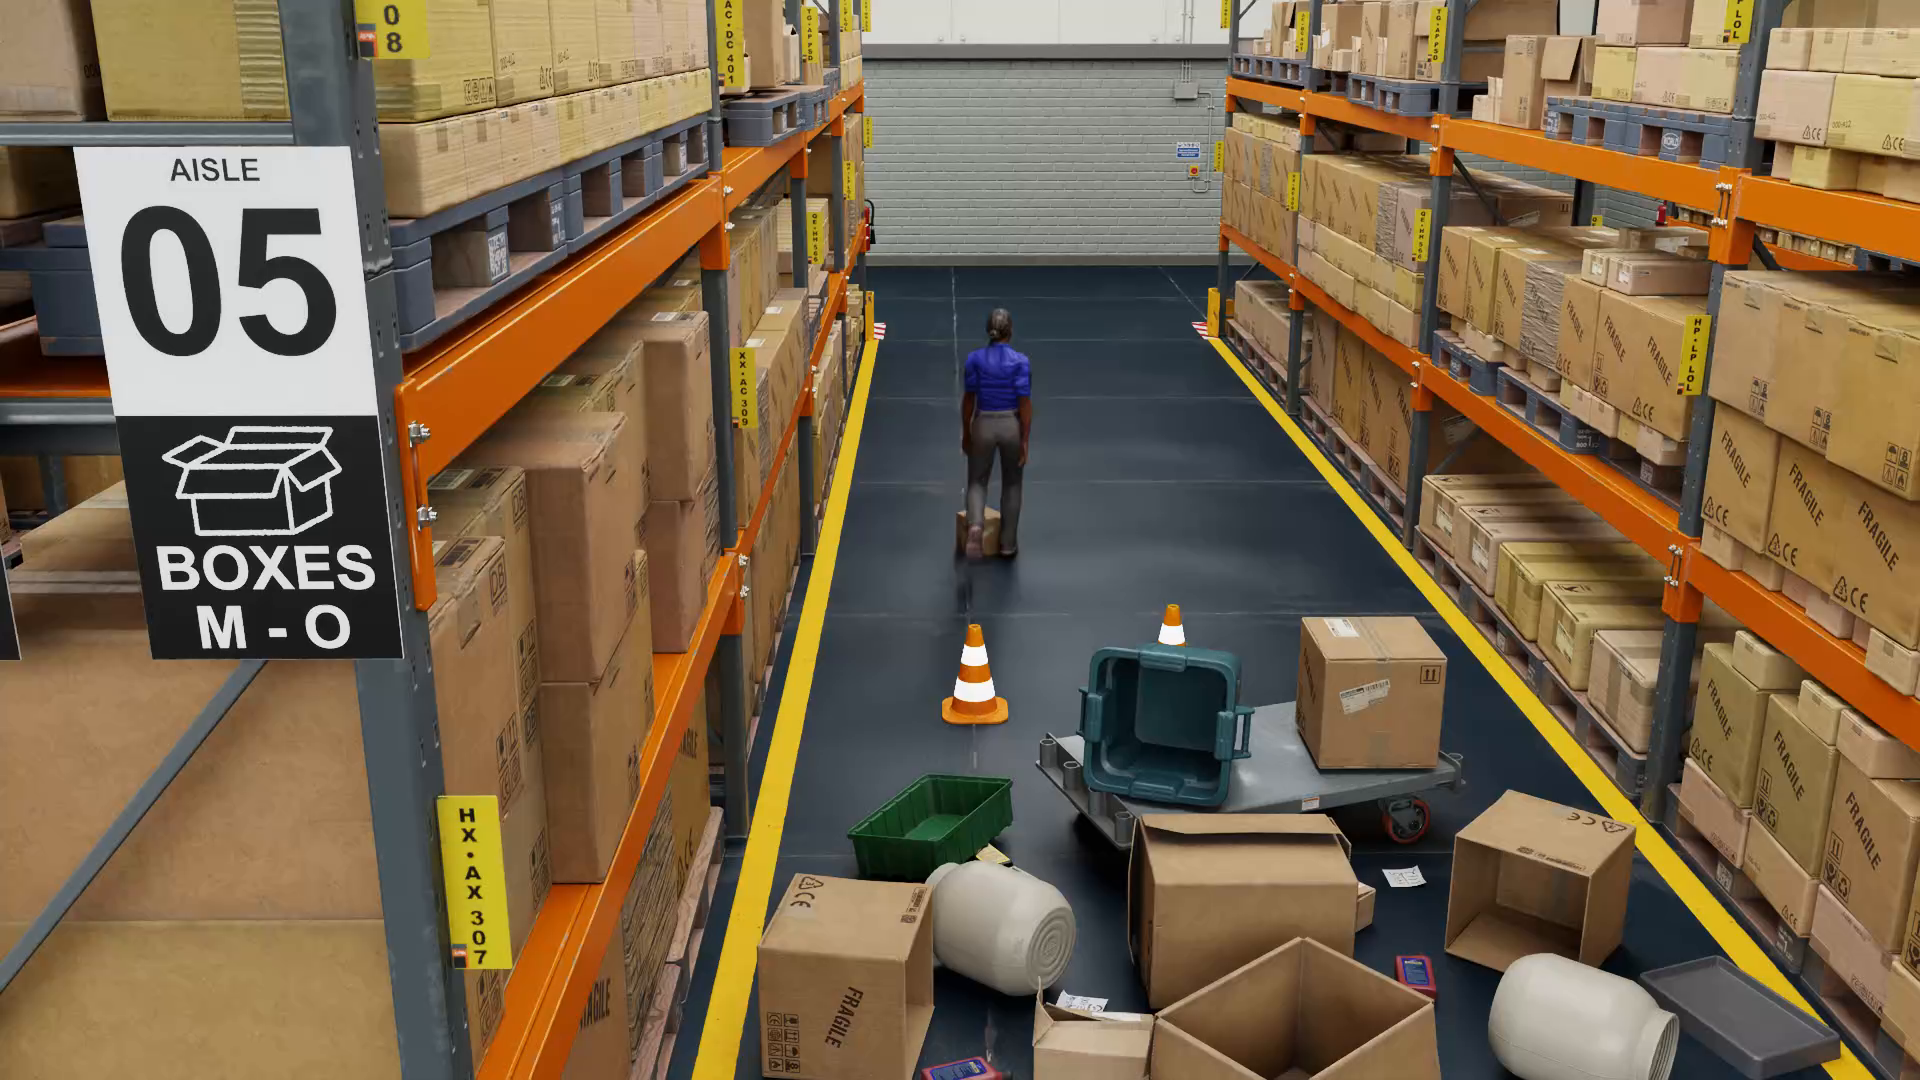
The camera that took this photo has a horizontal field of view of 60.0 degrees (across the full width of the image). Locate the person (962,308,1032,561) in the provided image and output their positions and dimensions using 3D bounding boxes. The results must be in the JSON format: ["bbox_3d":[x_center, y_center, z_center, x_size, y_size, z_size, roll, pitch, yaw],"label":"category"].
[{"bbox_3d":[0.224,-0.656,10.602,0.464,1.635,0.704,2,17,7],"label":"person"}]
